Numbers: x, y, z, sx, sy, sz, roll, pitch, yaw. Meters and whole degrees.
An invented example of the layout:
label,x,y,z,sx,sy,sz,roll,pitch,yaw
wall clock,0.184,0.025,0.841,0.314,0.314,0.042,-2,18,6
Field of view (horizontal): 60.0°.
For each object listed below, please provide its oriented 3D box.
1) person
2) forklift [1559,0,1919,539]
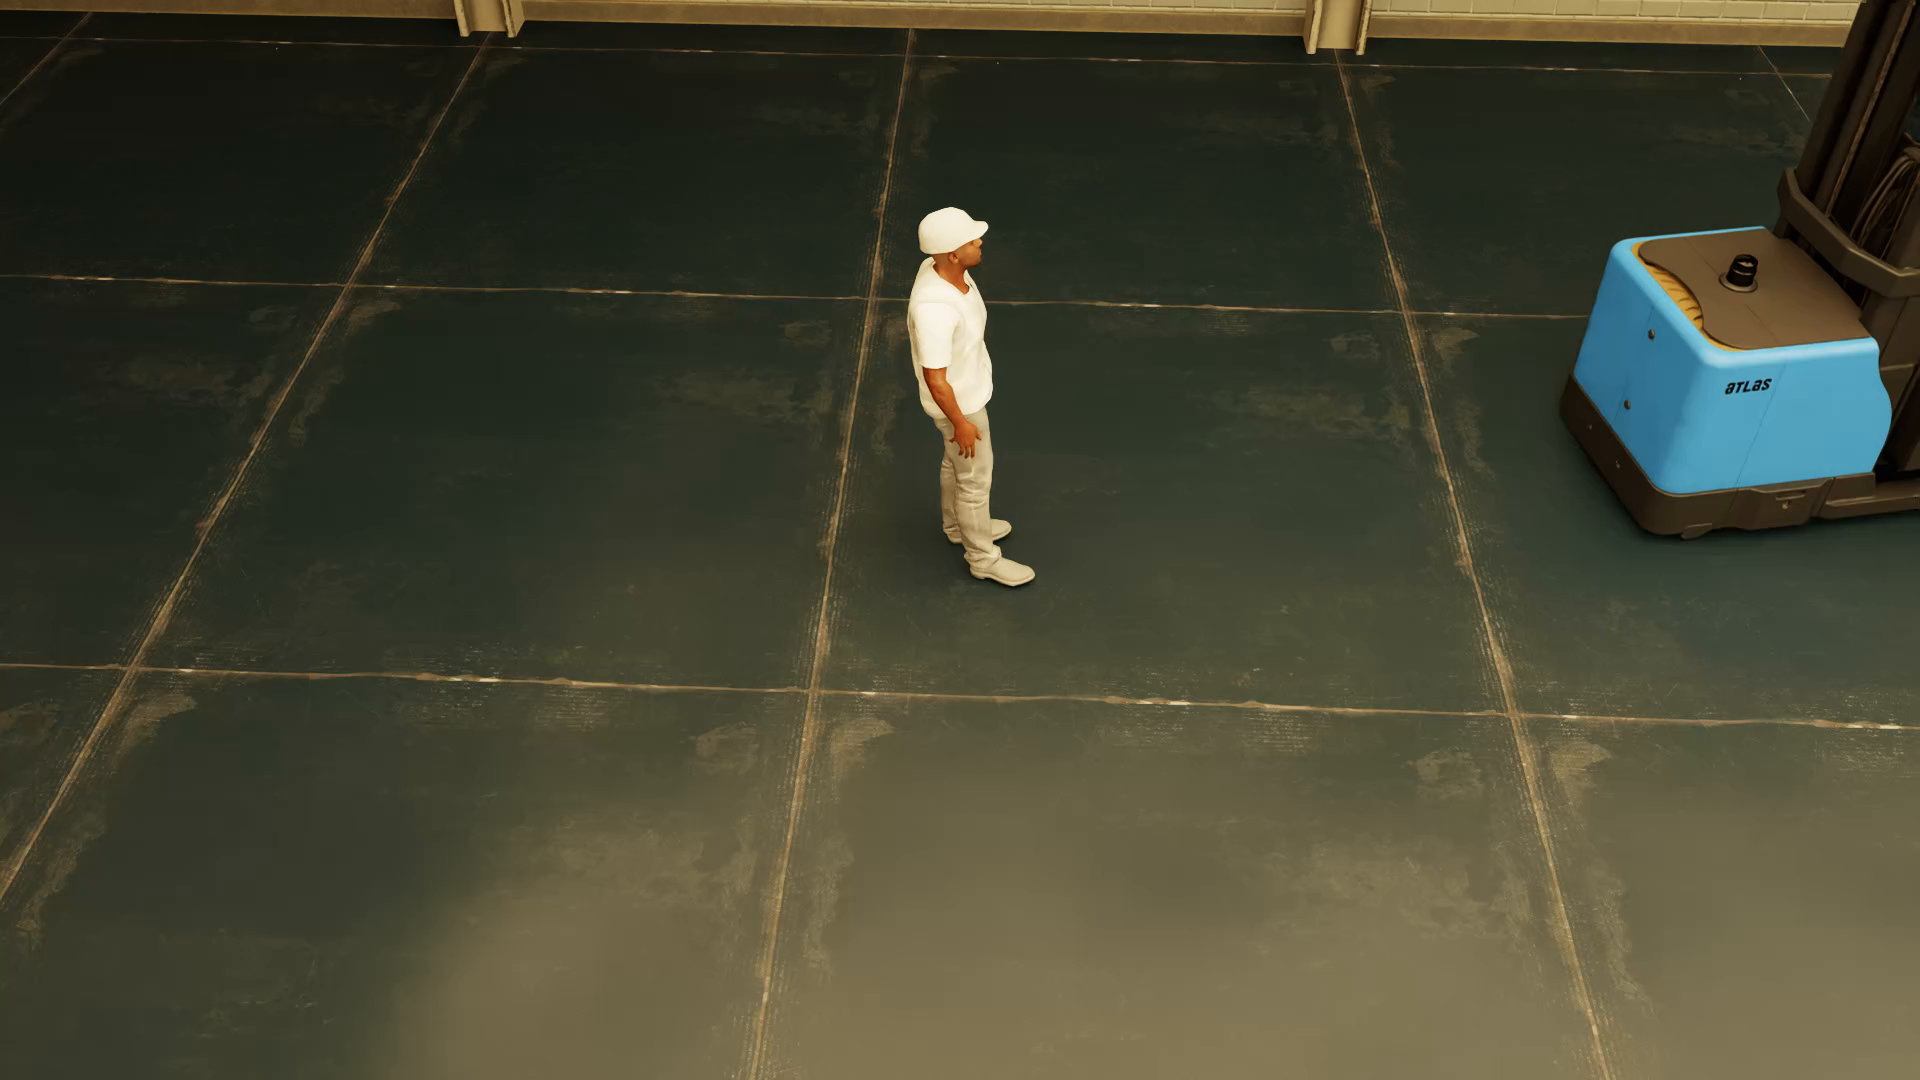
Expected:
label,x,y,z,sx,sy,sz,roll,pitch,yaw
person,0.069,-0.651,7.309,0.577,1.765,0.665,2,42,2
forklift,4.637,-1.563,7.454,3.031,2.935,1.130,-7,43,-7
